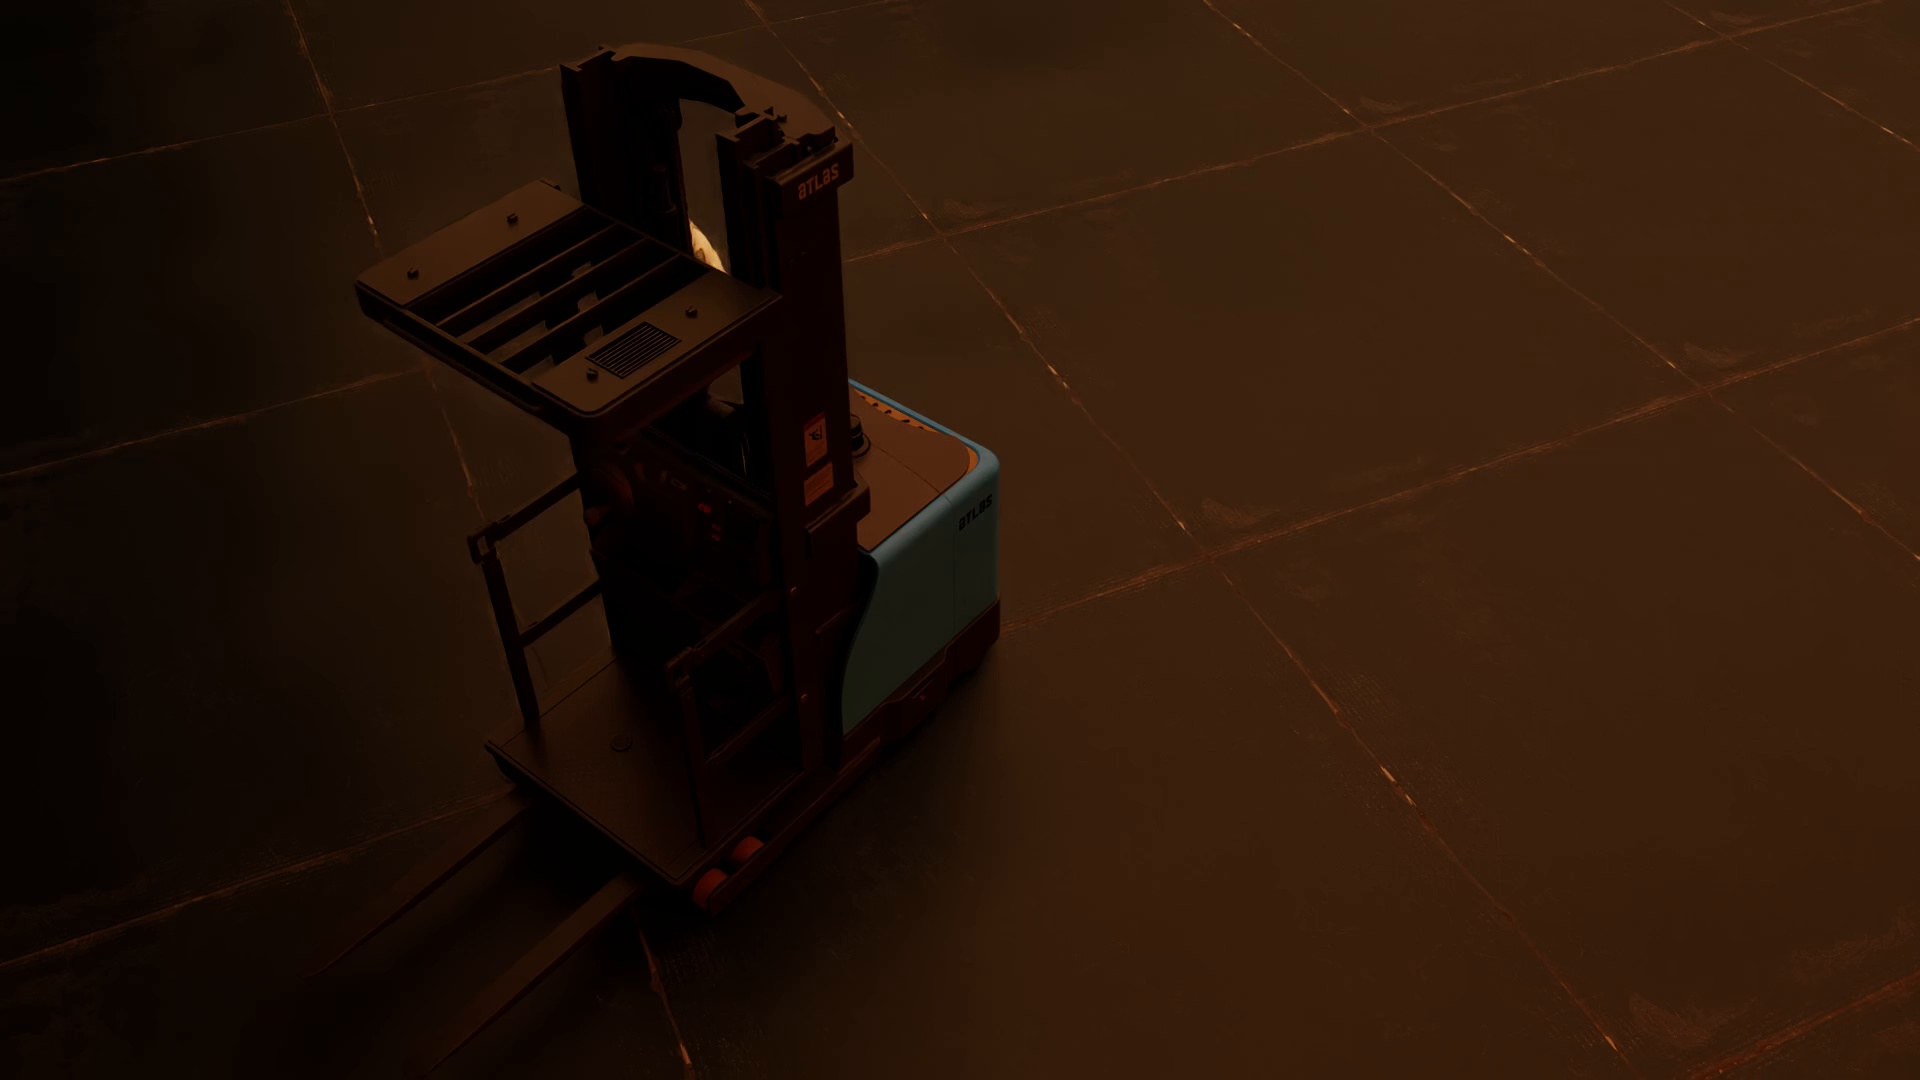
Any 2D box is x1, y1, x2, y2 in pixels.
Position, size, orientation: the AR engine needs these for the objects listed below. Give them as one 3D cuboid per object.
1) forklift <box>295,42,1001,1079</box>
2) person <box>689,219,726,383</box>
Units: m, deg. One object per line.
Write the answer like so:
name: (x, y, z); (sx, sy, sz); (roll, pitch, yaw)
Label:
forklift: (-1.142, -0.048, 5.732); (1.130, 2.935, 3.031); (29, 50, 27)
person: (-1.347, -1.077, 7.956); (0.534, 1.606, 0.973); (-25, 49, -24)
